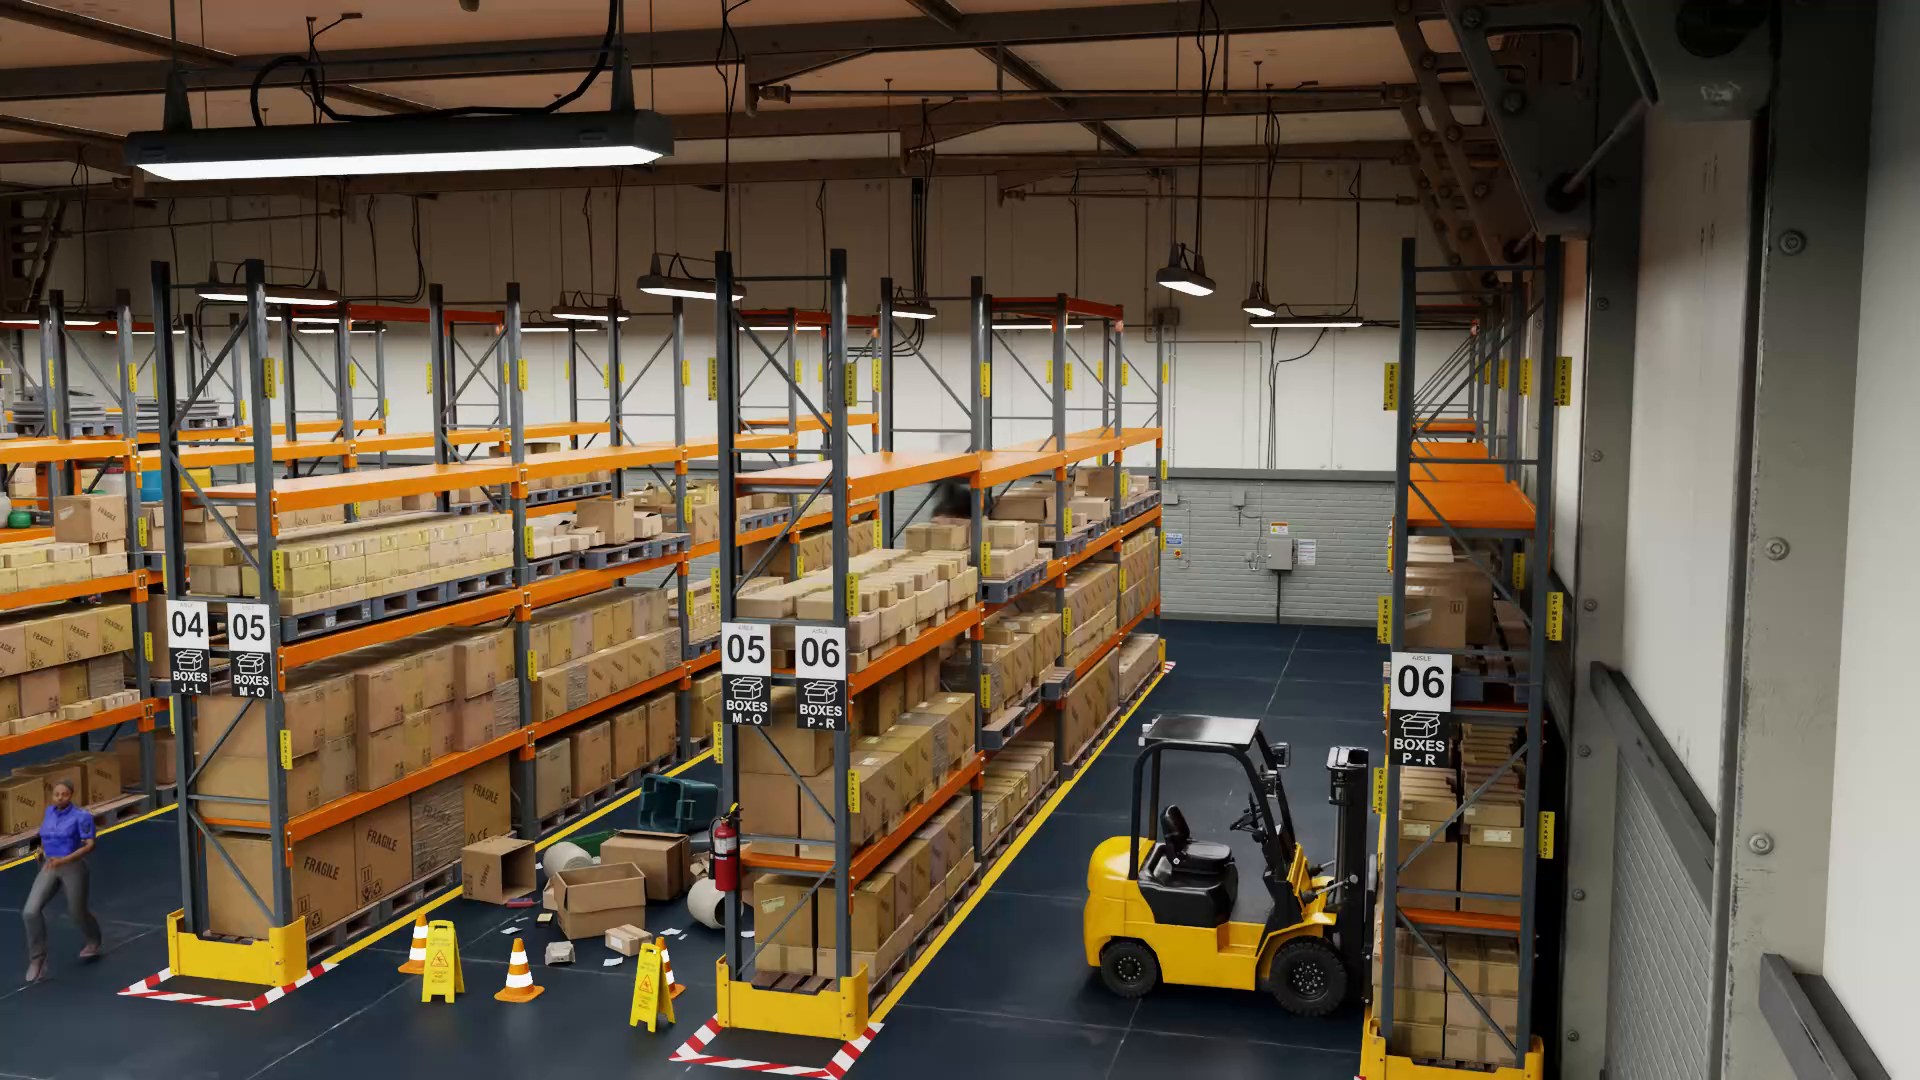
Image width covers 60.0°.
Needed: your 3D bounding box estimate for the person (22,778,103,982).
[{"bbox_3d":[-7.630,2.862,14.202,0.581,1.691,0.719,1,6,6],"label":"person"}]
